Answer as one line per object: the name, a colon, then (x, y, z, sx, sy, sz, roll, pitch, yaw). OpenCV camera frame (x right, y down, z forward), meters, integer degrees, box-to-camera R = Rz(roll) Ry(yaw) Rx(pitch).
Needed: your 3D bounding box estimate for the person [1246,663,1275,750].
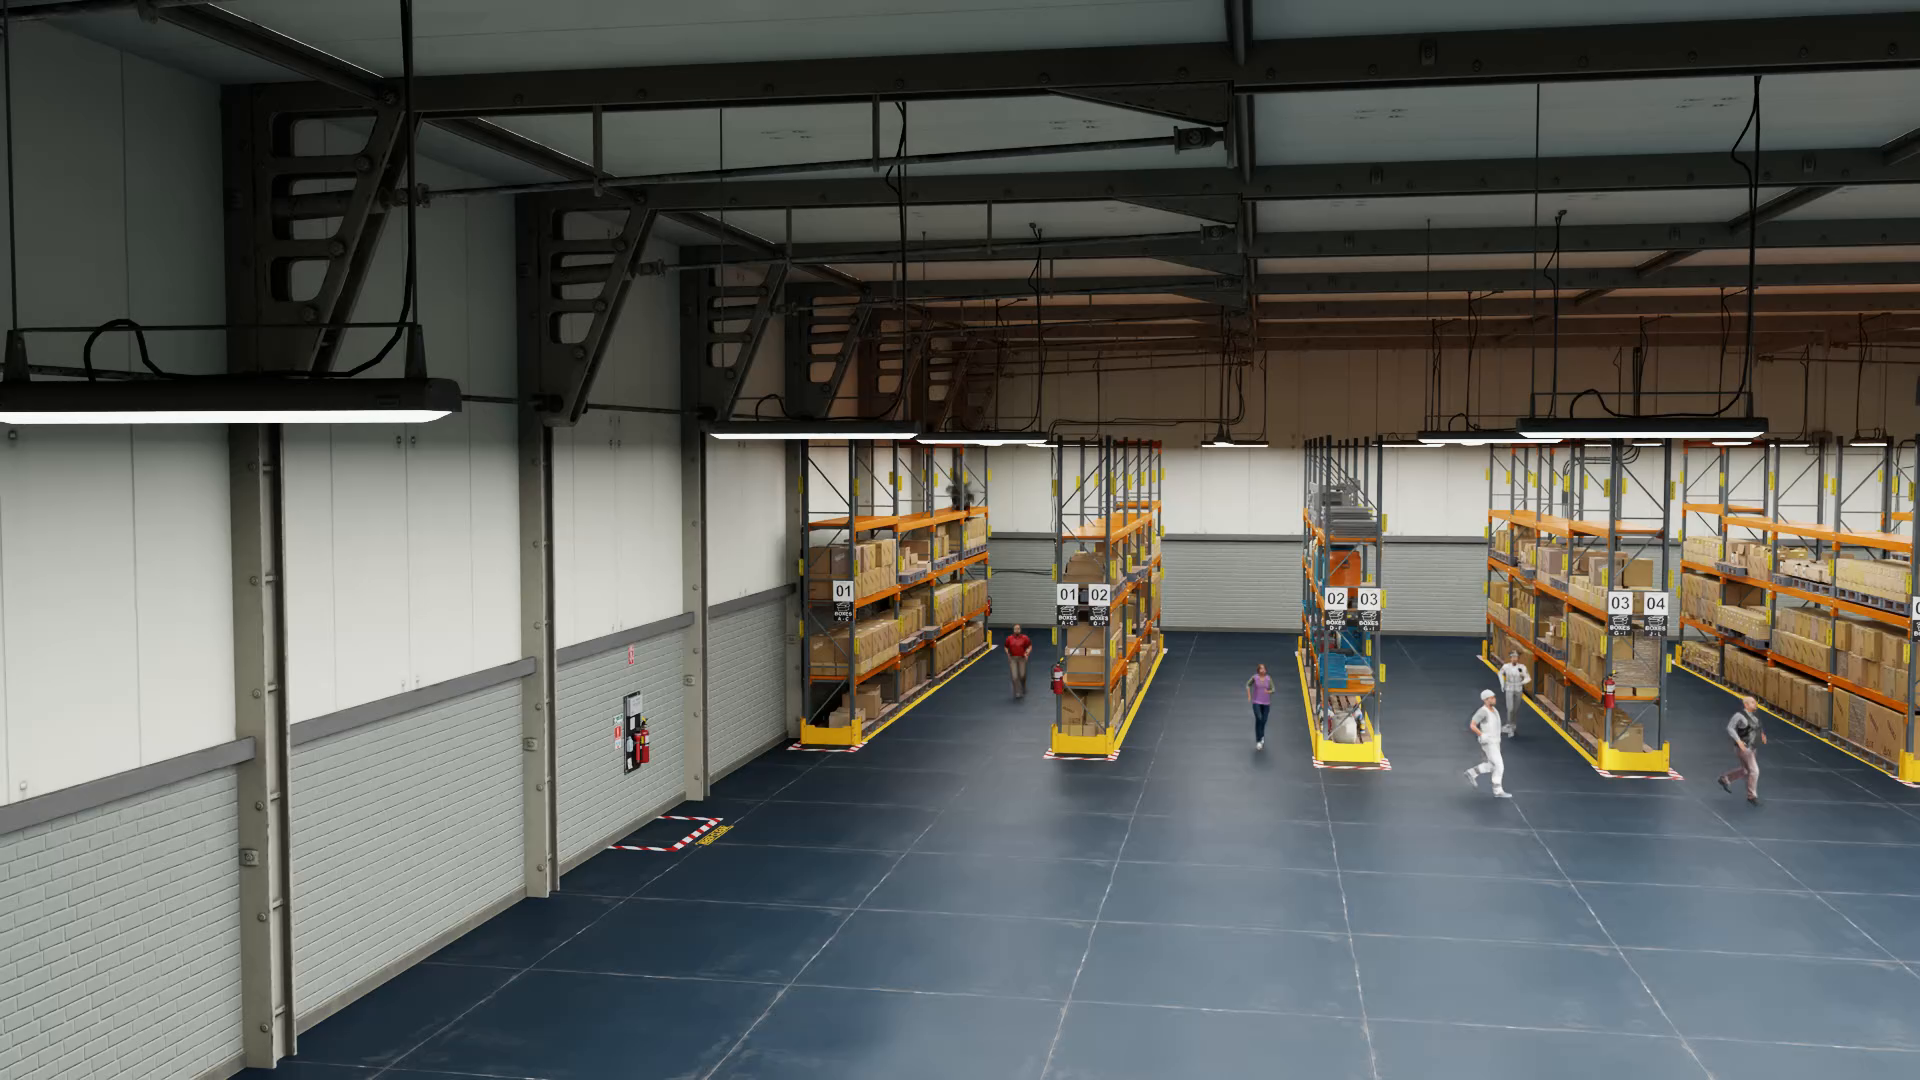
person: (5.793, 3.183, 32.012, 0.510, 1.646, 0.721, 0, 3, -3)

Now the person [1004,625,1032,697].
person: (1.337, 2.796, 38.512, 0.640, 1.679, 0.596, 0, 3, 4)

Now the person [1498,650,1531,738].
person: (11.151, 3.070, 33.433, 0.605, 1.725, 0.813, 1, 3, 12)

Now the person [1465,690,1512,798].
person: (8.729, 3.357, 27.492, 0.856, 1.758, 0.668, 3, 4, 42)

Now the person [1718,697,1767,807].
person: (12.740, 3.395, 27.053, 0.661, 1.738, 0.841, -2, 4, -37)
